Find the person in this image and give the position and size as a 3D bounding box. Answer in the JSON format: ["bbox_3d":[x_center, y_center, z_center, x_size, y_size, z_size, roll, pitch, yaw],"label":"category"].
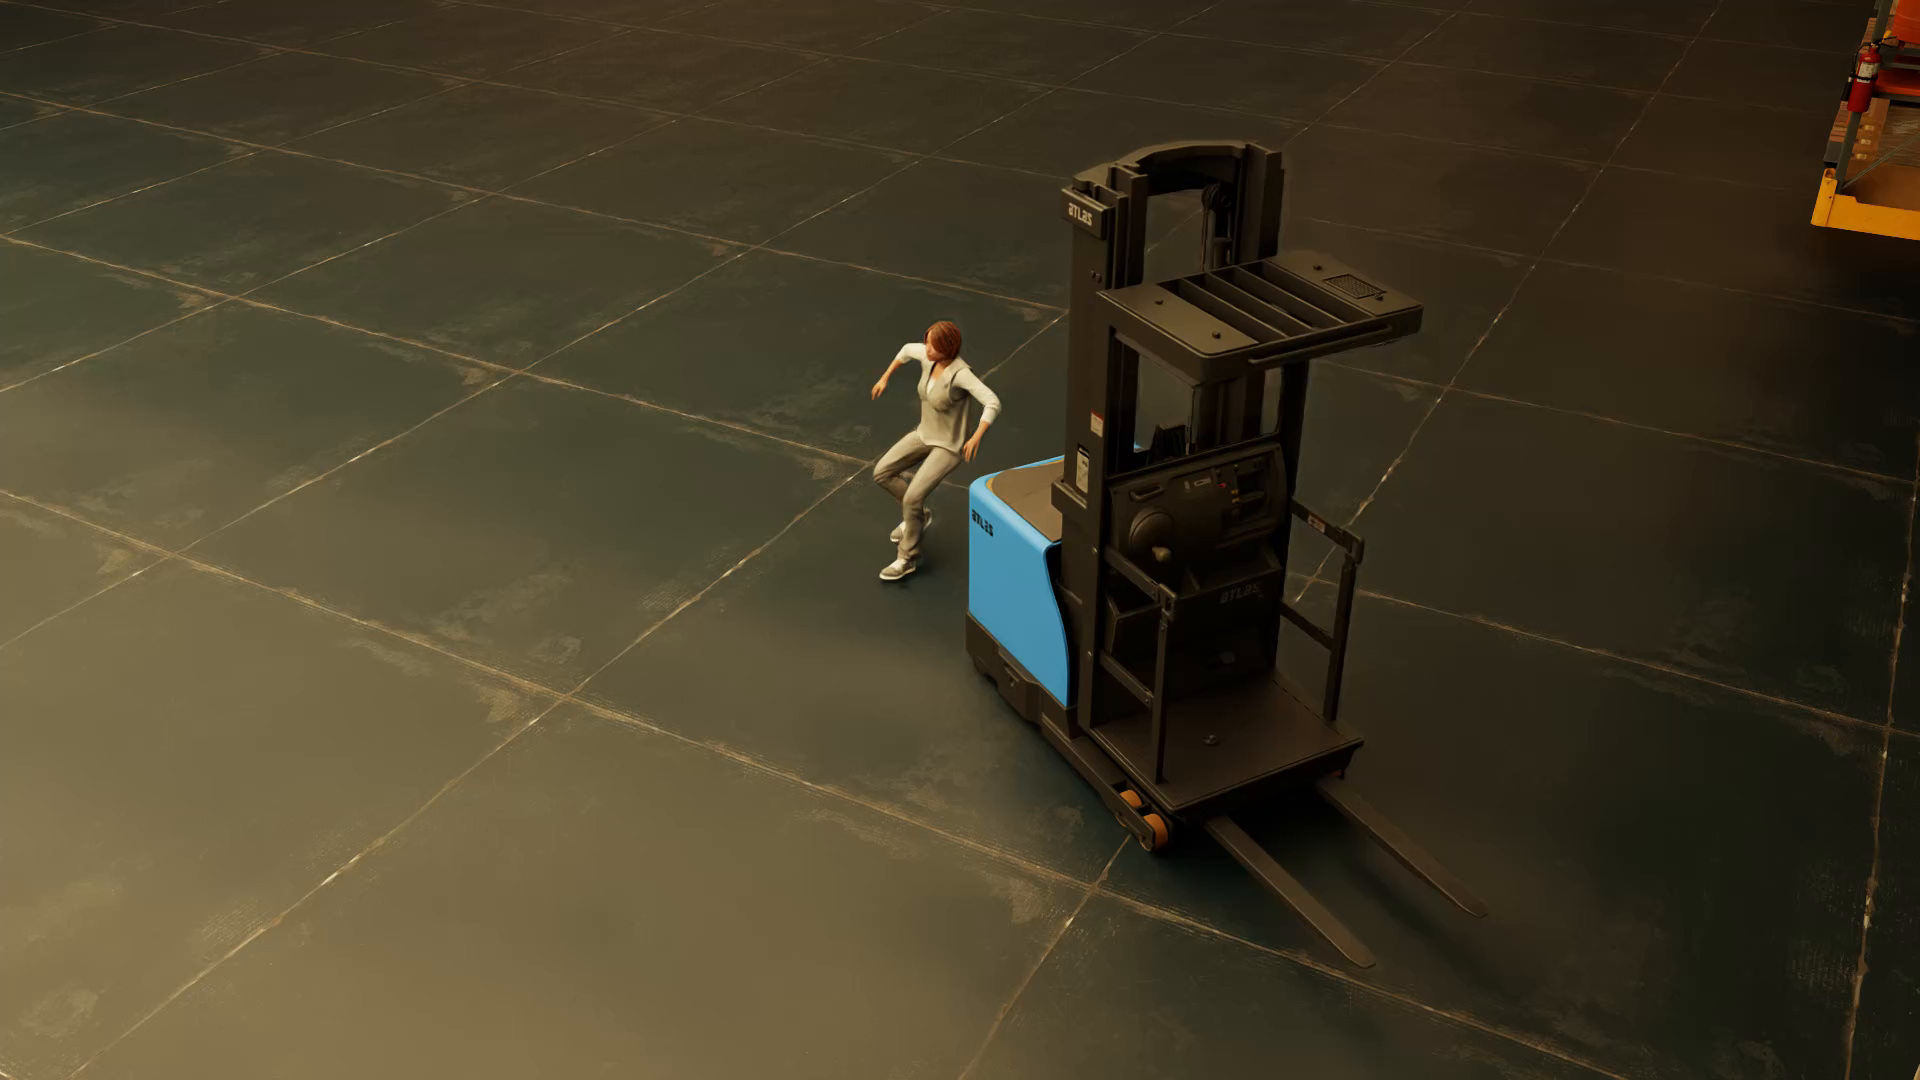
[{"bbox_3d":[-0.235,-0.525,9.447,0.691,1.446,0.960,-19,35,-30],"label":"person"}]

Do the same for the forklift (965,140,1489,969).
[{"bbox_3d":[1.176,-0.118,7.275,1.130,2.935,3.031,-15,33,-24],"label":"forklift"}]
